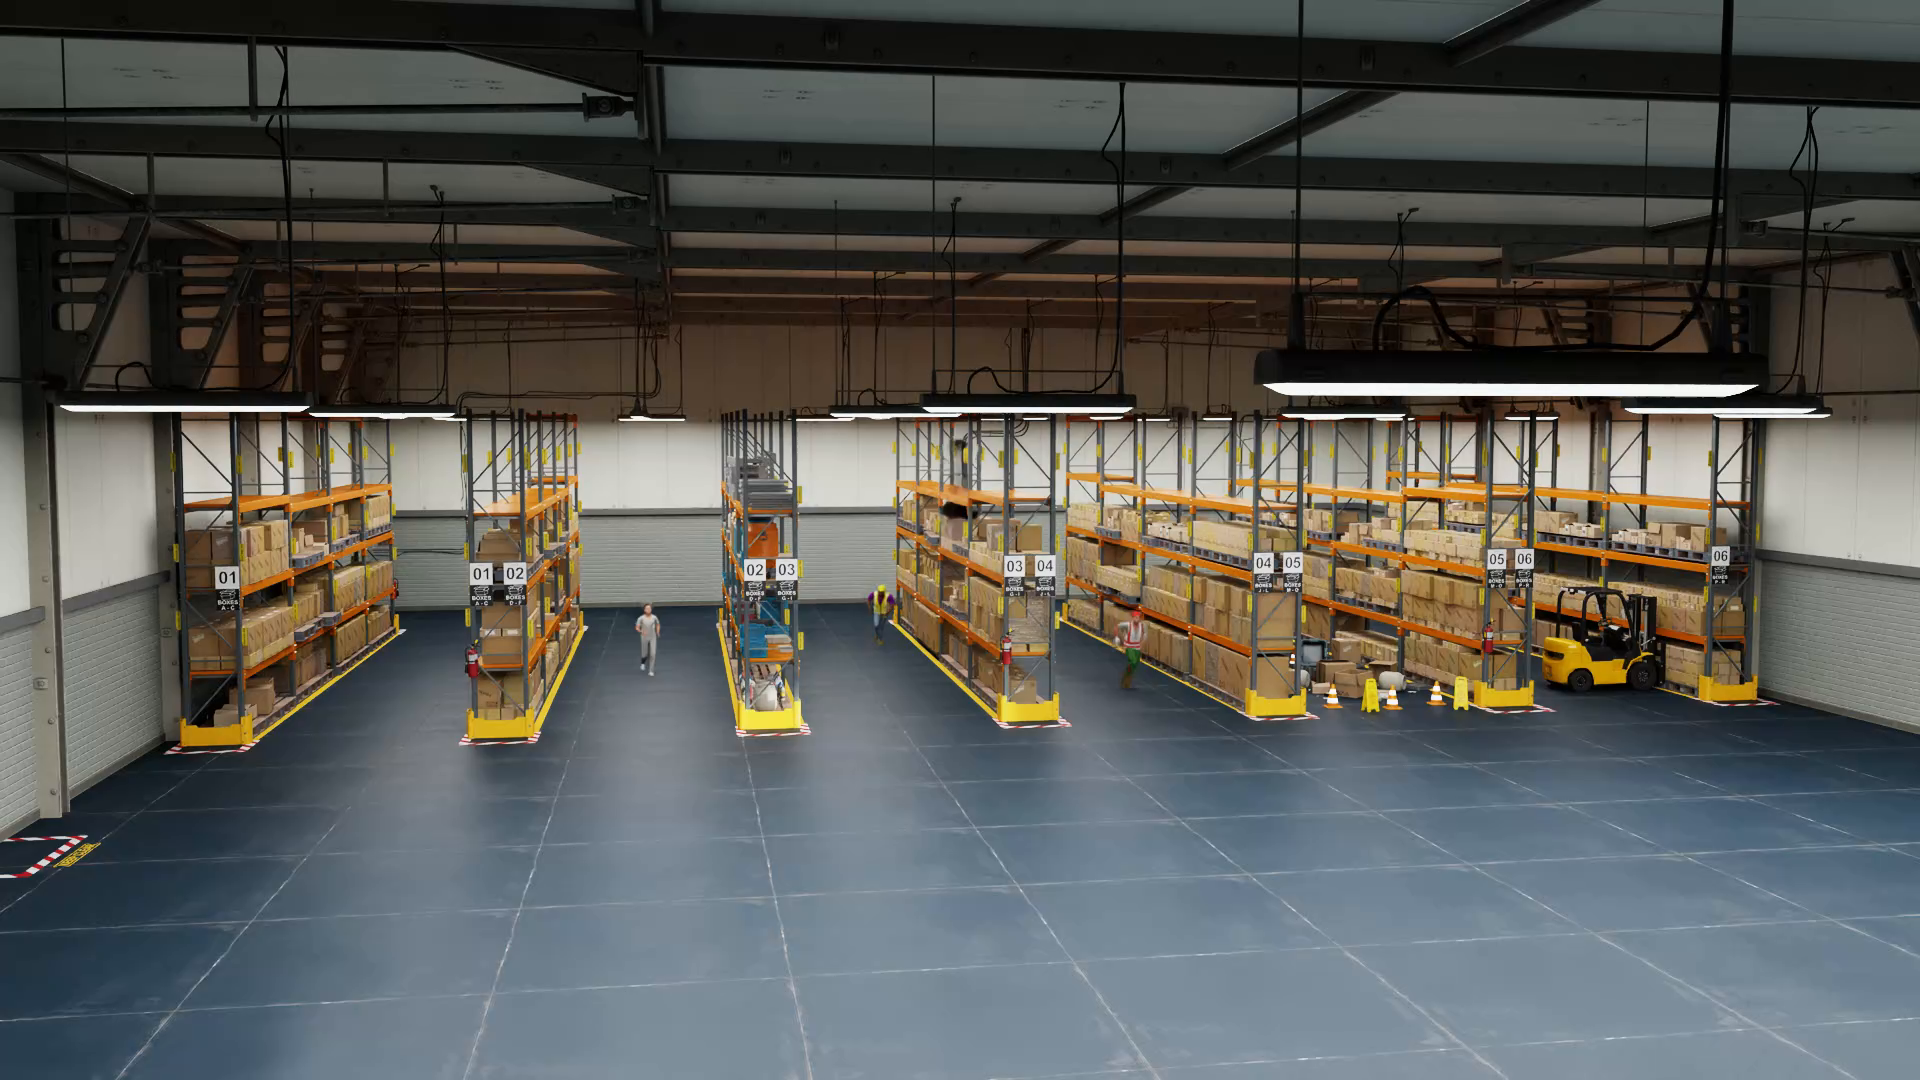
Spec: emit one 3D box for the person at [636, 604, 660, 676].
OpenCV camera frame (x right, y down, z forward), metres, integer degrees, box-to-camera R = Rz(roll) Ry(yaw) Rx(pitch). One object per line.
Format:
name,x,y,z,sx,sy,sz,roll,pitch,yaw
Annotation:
person,-7.098,2.263,37.918,0.573,1.628,0.758,-2,4,-22

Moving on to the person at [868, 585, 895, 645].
person,-2.056,1.925,43.345,0.709,1.607,1.109,0,4,-4

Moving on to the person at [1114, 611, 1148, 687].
person,3.716,2.348,35.792,0.645,1.675,0.845,-2,4,-25
